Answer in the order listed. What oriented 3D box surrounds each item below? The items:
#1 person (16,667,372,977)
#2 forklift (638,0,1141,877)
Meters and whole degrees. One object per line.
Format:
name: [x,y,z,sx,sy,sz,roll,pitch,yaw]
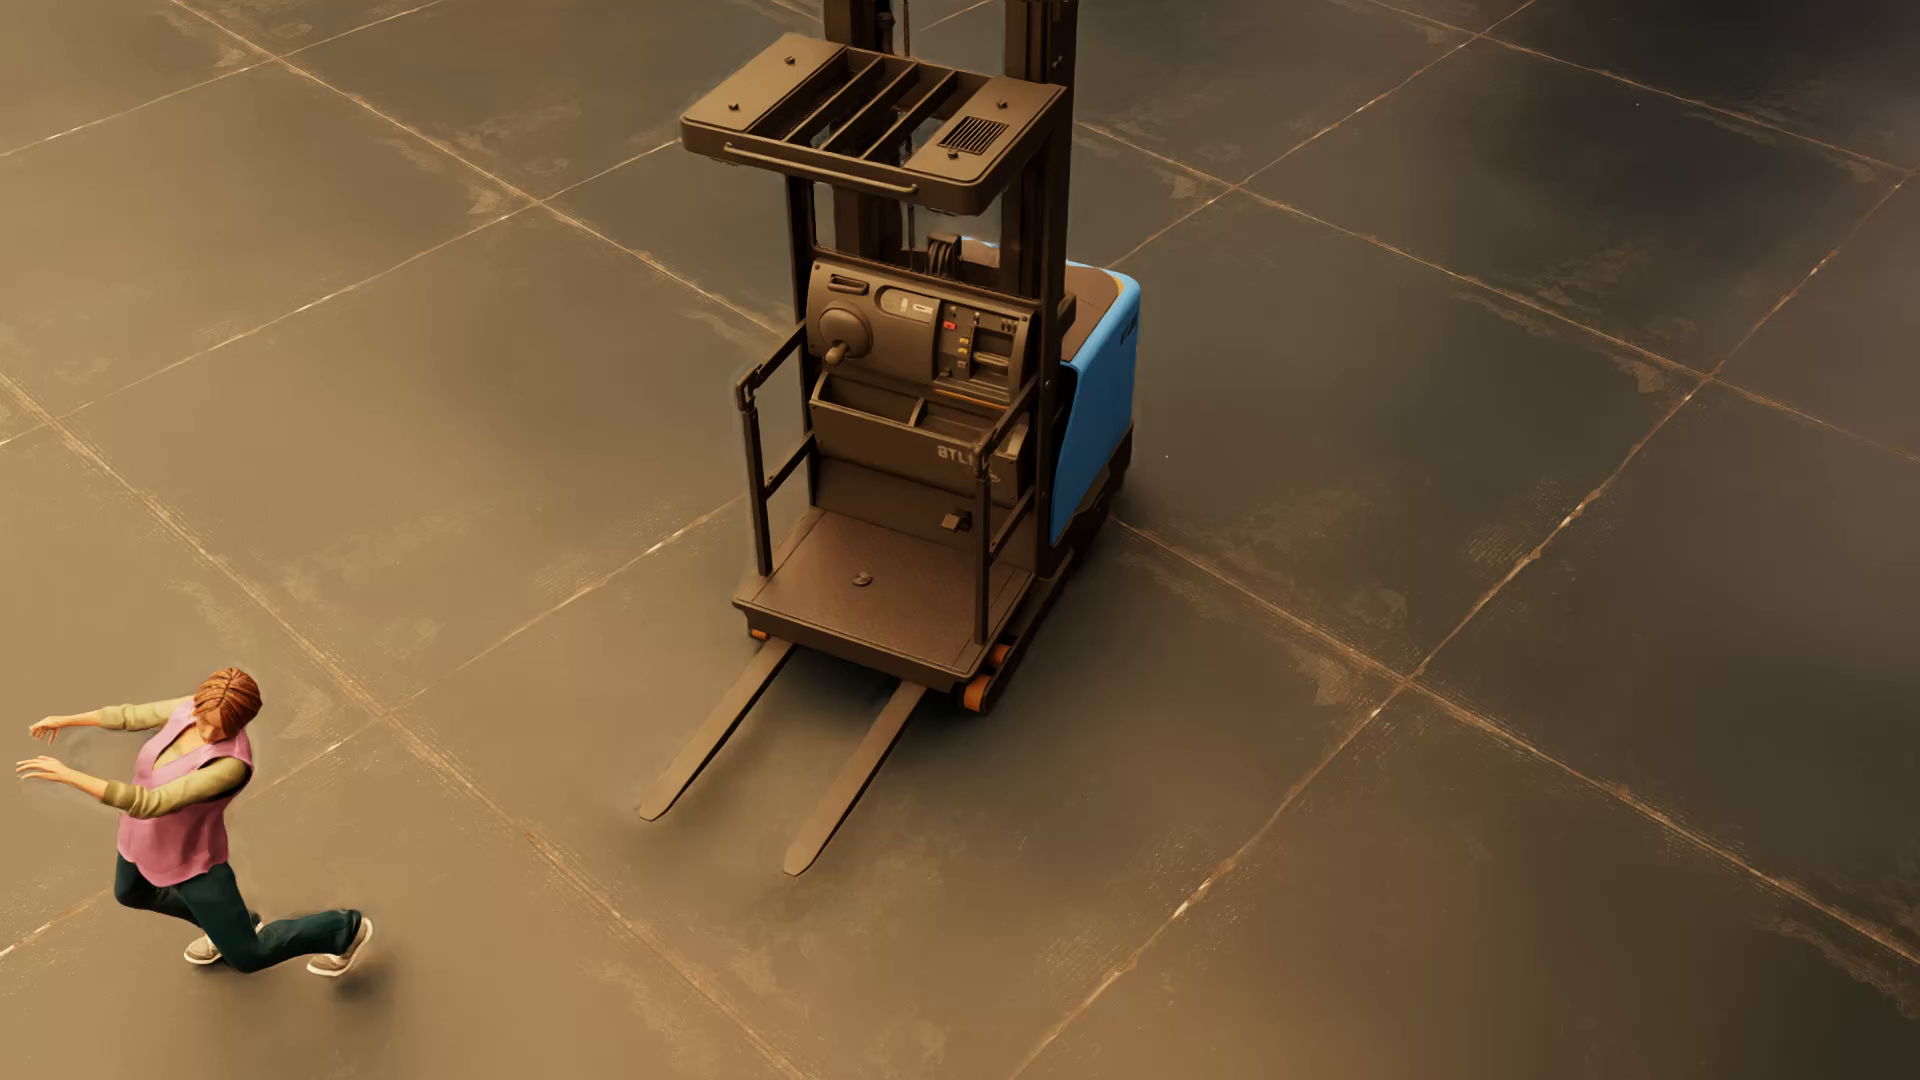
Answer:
person: [-2.601,0.966,5.484,0.918,1.366,0.676,25,46,26]
forklift: [-0.255,-0.728,6.276,1.130,2.935,3.031,17,43,18]
